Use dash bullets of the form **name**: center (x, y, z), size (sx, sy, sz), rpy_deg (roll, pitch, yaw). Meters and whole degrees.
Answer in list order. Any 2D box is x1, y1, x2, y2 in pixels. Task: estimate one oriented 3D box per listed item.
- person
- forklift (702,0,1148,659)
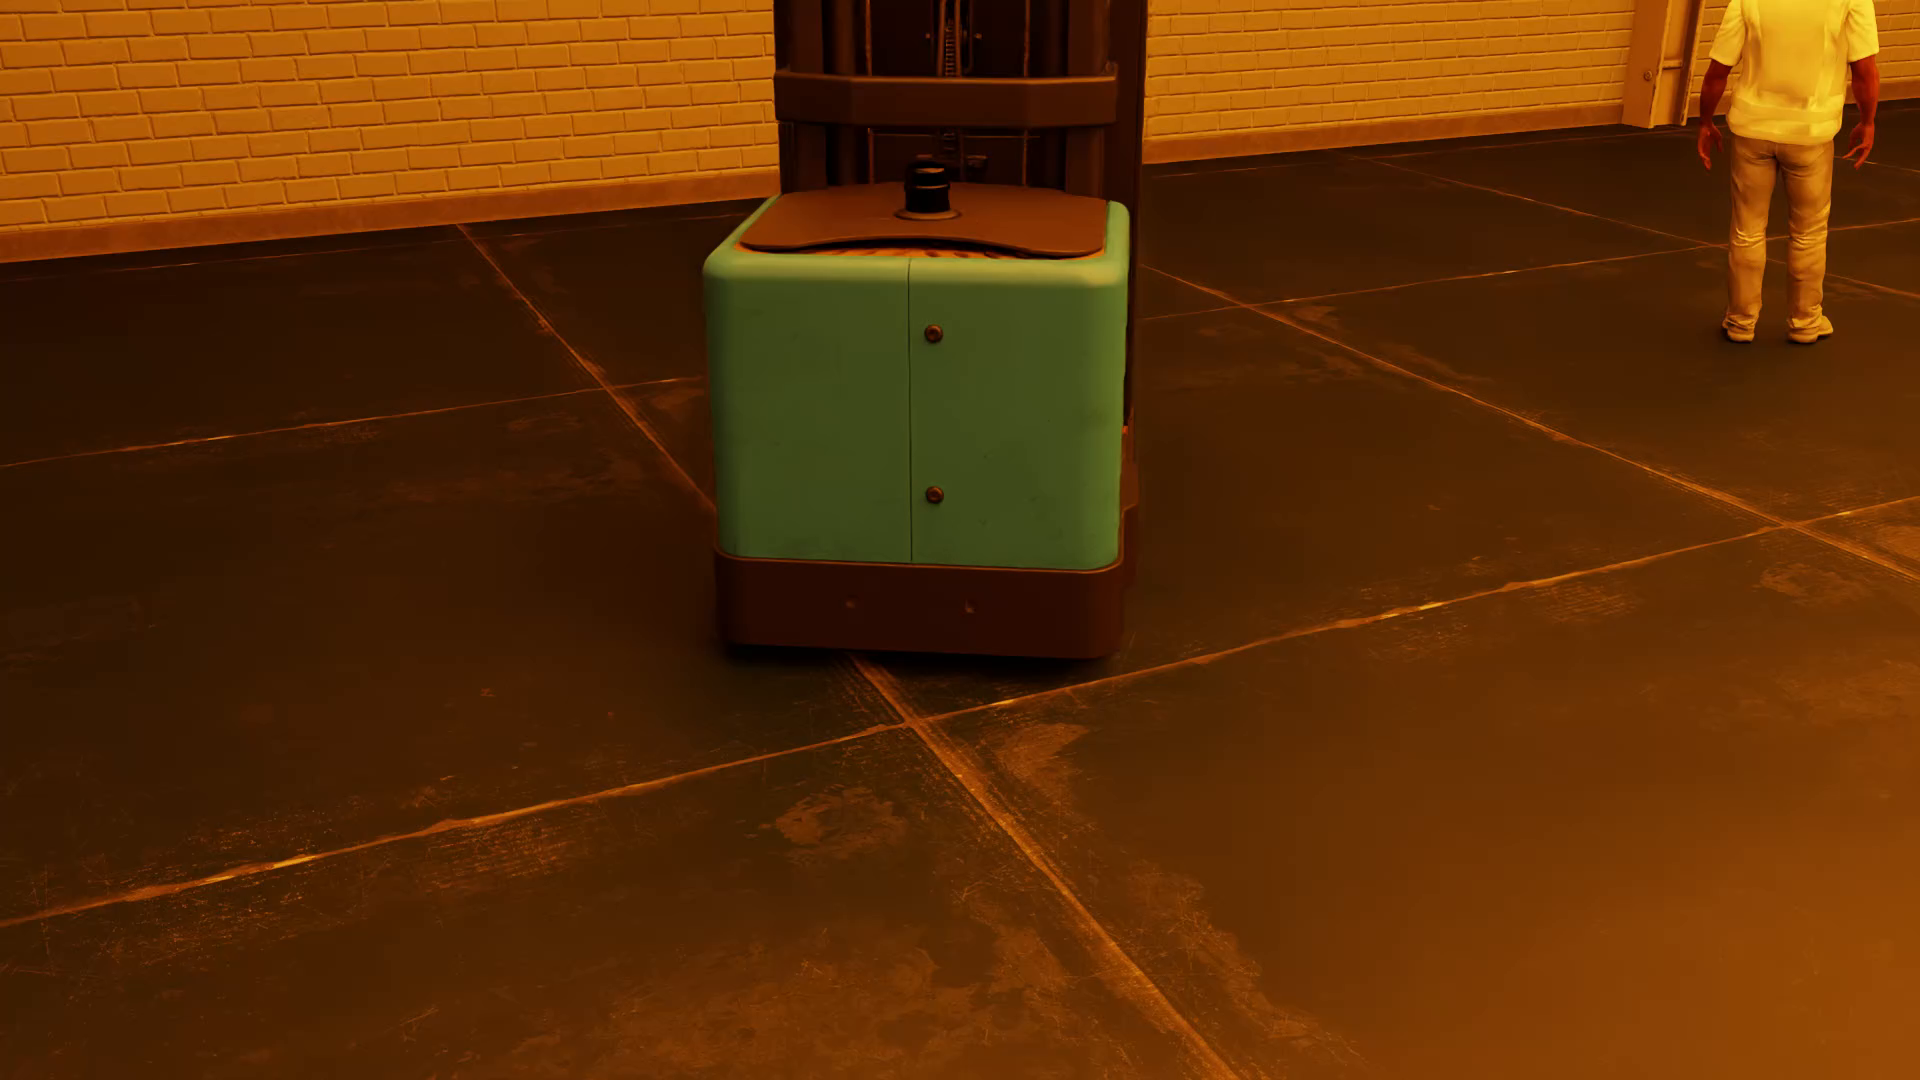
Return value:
- **person**: center (3.417, -1.704, 6.886), size (0.666, 1.765, 0.578), rpy_deg (13, 26, 28)
- **forklift**: center (0.025, -1.579, 5.088), size (1.130, 2.935, 3.031), rpy_deg (2, 23, 5)
